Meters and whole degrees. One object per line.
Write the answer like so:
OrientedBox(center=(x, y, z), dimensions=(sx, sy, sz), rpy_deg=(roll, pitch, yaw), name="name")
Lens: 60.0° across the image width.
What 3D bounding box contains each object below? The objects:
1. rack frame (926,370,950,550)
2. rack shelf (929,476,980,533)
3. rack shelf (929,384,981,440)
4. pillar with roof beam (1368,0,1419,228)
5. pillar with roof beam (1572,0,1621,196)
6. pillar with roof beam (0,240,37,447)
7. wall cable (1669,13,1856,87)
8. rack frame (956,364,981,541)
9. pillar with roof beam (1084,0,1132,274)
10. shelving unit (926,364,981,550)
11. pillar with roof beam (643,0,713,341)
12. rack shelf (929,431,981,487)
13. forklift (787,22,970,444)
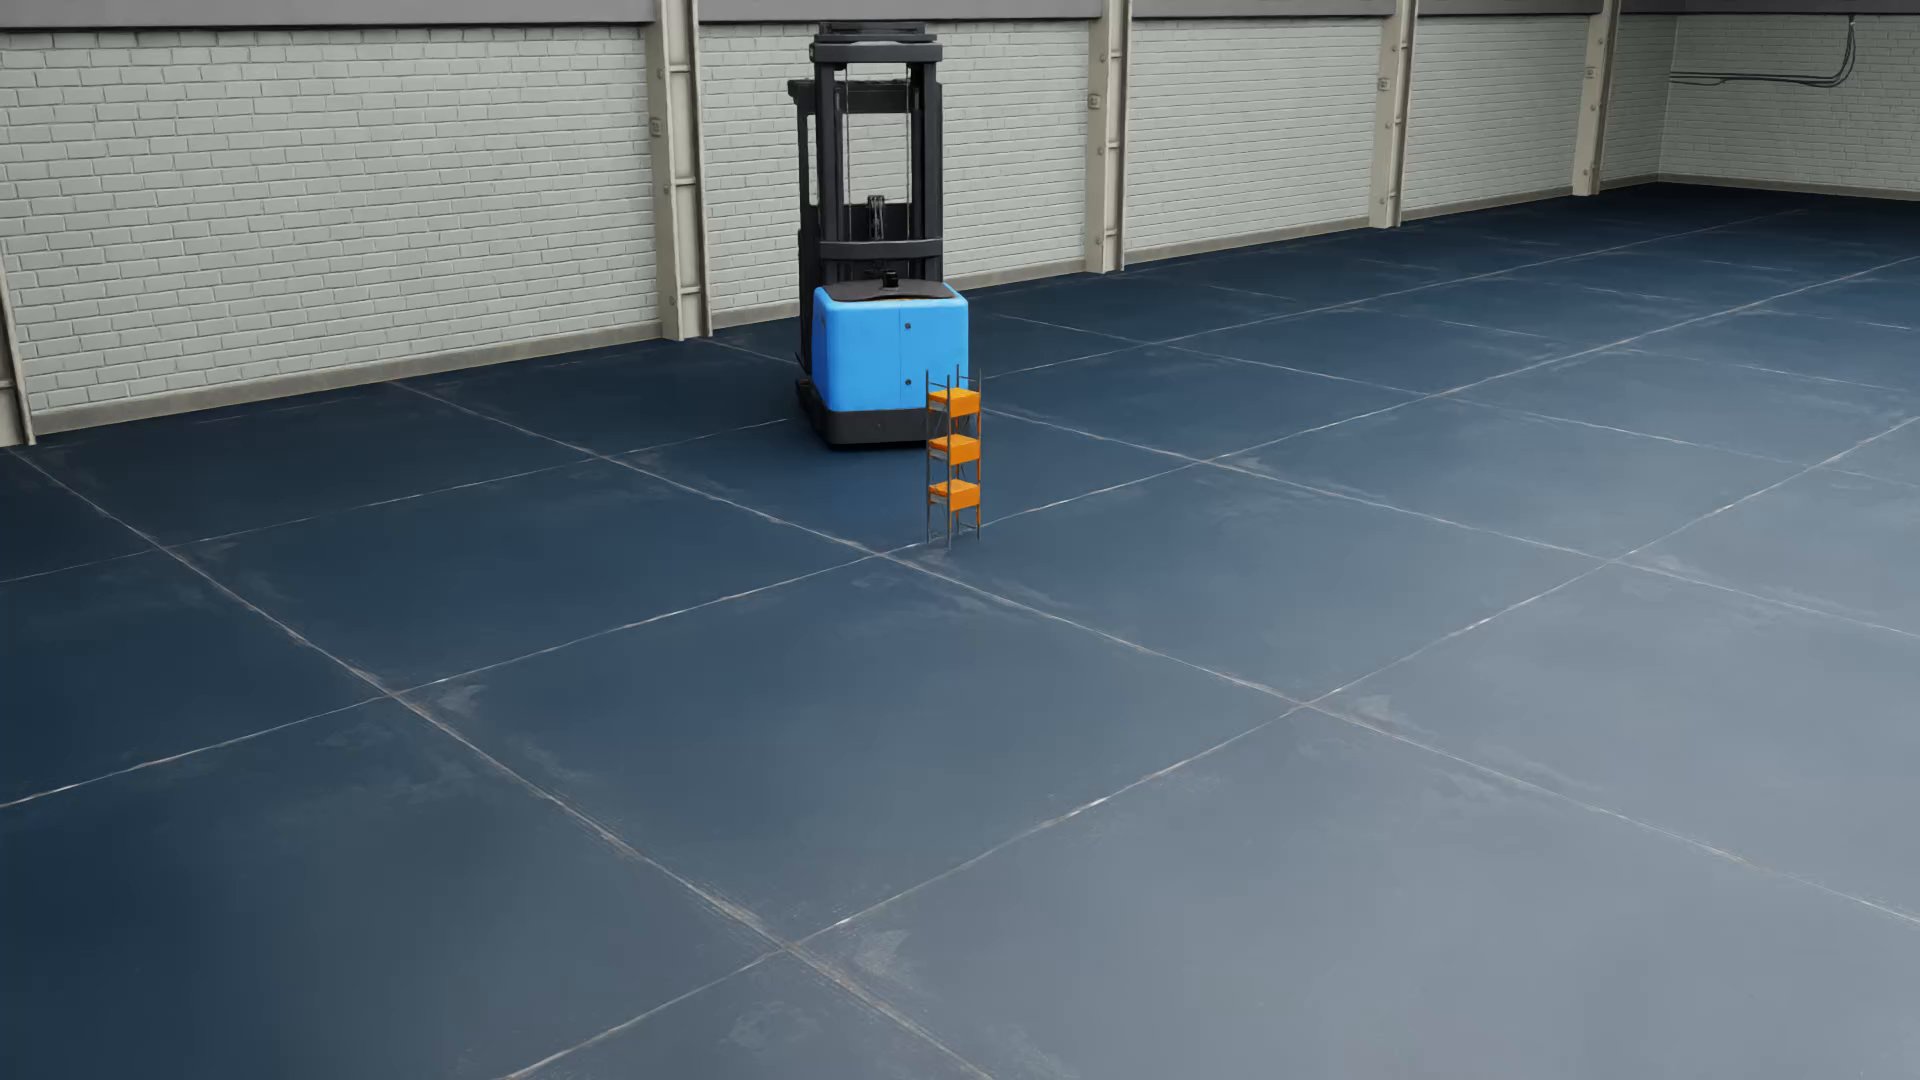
OrientedBox(center=(-0.128, -0.462, 9.708), dimensions=(0.008, 1.050, 0.200), rpy_deg=(-16, 24, -41), name="rack frame")
OrientedBox(center=(-0.039, -0.214, 9.877), dimensions=(0.240, 0.259, 0.215), rpy_deg=(-16, 24, -41), name="rack shelf")
OrientedBox(center=(-0.039, -0.748, 9.704), dimensions=(0.240, 0.259, 0.215), rpy_deg=(-16, 24, -41), name="rack shelf")
OrientedBox(center=(9.044, -7.823, 19.522), dimensions=(0.400, 9.000, 9.100), rpy_deg=(-16, 24, -41), name="pillar with roof beam")
OrientedBox(center=(13.403, -9.094, 23.443), dimensions=(0.400, 9.000, 9.100), rpy_deg=(-16, 24, -41), name="pillar with roof beam")
OrientedBox(center=(-4.035, -4.009, 7.758), dimensions=(0.400, 9.000, 9.100), rpy_deg=(-16, 24, -41), name="pillar with roof beam")
OrientedBox(center=(13.495, -8.910, 27.909), dimensions=(0.112, 2.526, 3.097), rpy_deg=(-16, 24, -41), name="wall cable")
OrientedBox(center=(0.050, -0.514, 9.868), dimensions=(0.008, 1.050, 0.200), rpy_deg=(-16, 24, -41), name="rack frame")
OrientedBox(center=(4.684, -6.551, 15.600), dimensions=(0.400, 9.000, 9.100), rpy_deg=(-16, 24, -41), name="pillar with roof beam")
OrientedBox(center=(-0.039, -0.488, 9.788), dimensions=(0.252, 1.050, 0.215), rpy_deg=(-16, 24, -41), name="shelving unit")
OrientedBox(center=(0.324, -5.280, 11.679), dimensions=(0.400, 9.000, 9.100), rpy_deg=(-16, 24, -41), name="pillar with roof beam")
OrientedBox(center=(-0.039, -0.478, 9.791), dimensions=(0.240, 0.259, 0.215), rpy_deg=(-16, 24, -41), name="rack shelf")
OrientedBox(center=(-0.722, -2.492, 12.917), dimensions=(1.130, 2.935, 3.031), rpy_deg=(-4, 18, -11), name="forklift")
